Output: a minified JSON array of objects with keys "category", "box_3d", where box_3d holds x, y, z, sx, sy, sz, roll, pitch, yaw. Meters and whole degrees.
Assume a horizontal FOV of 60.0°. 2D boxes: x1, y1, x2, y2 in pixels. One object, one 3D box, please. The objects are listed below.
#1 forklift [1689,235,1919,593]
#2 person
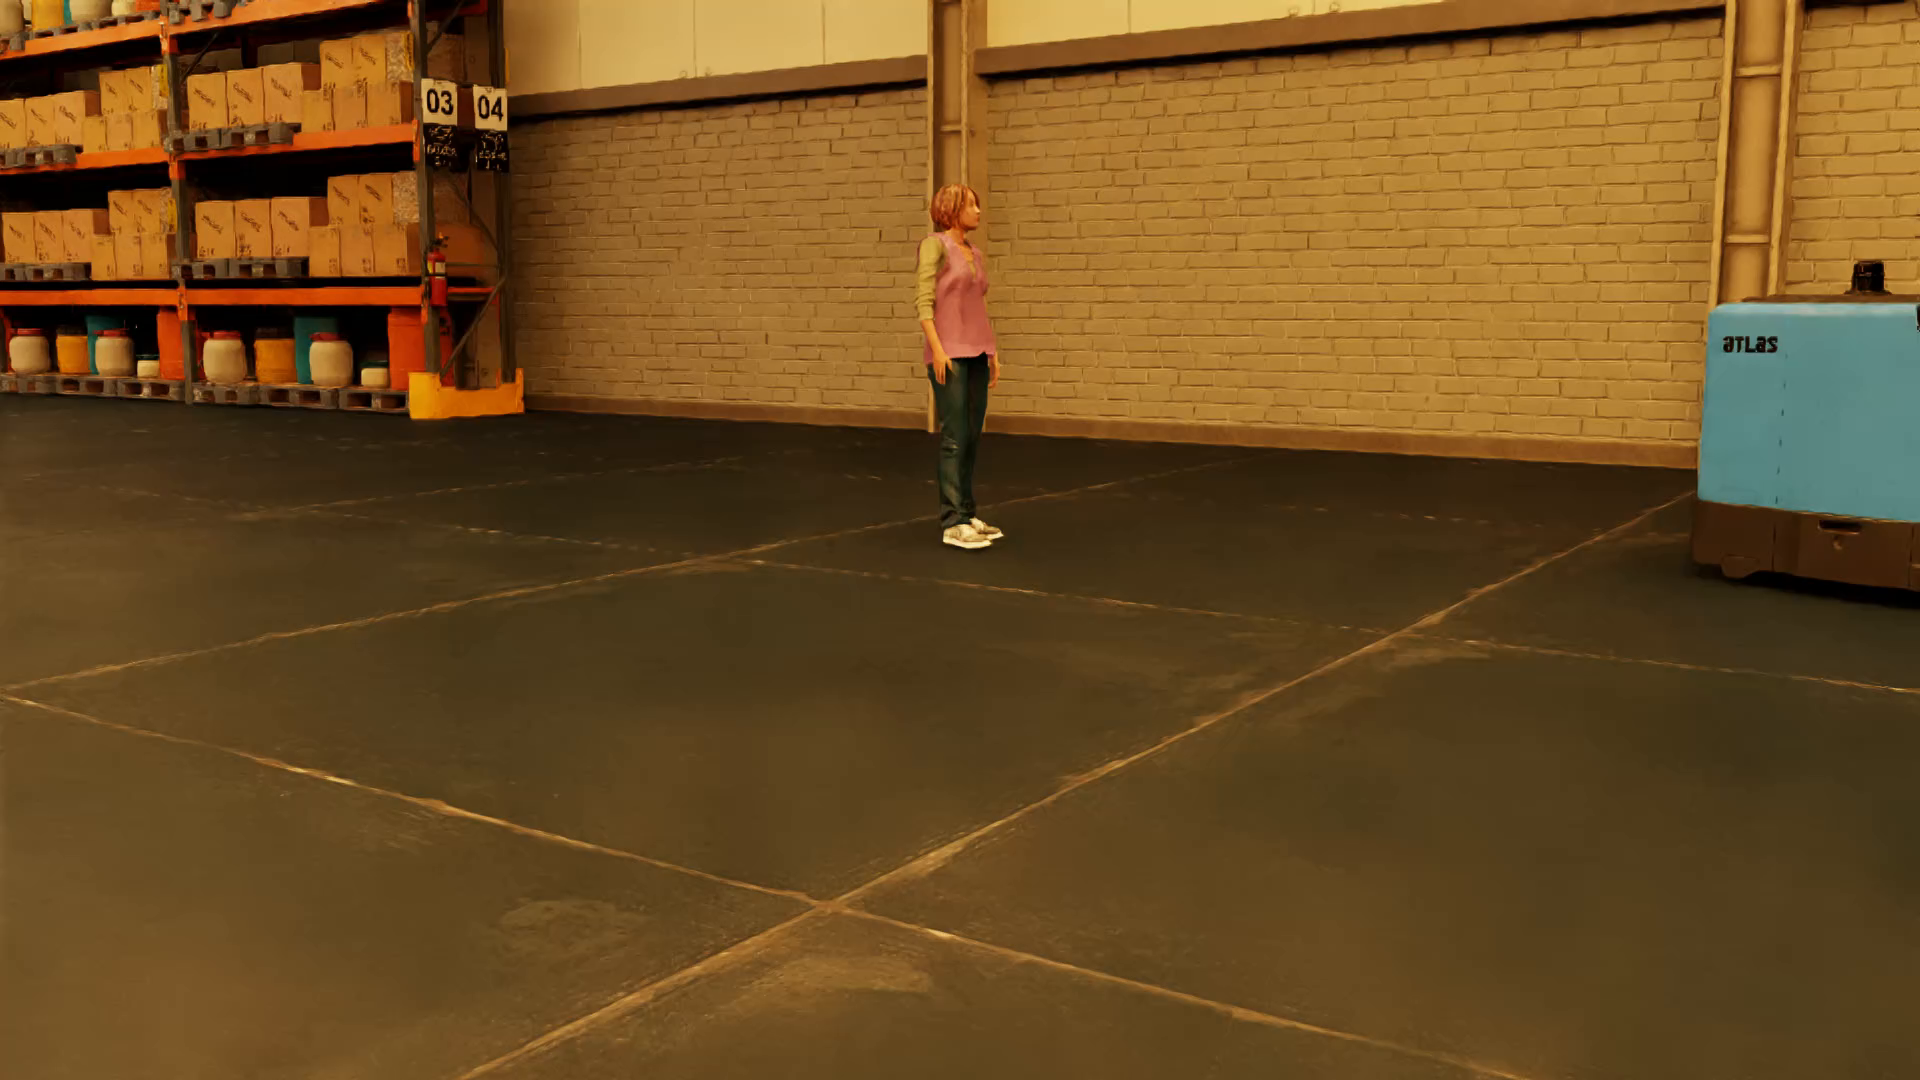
[{"category":"forklift","box_3d":[4.145,-1.175,5.453,1.130,2.935,3.031,-6,10,-36]},{"category":"person","box_3d":[0.054,-0.790,7.438,0.474,1.597,0.520,5,10,34]}]
